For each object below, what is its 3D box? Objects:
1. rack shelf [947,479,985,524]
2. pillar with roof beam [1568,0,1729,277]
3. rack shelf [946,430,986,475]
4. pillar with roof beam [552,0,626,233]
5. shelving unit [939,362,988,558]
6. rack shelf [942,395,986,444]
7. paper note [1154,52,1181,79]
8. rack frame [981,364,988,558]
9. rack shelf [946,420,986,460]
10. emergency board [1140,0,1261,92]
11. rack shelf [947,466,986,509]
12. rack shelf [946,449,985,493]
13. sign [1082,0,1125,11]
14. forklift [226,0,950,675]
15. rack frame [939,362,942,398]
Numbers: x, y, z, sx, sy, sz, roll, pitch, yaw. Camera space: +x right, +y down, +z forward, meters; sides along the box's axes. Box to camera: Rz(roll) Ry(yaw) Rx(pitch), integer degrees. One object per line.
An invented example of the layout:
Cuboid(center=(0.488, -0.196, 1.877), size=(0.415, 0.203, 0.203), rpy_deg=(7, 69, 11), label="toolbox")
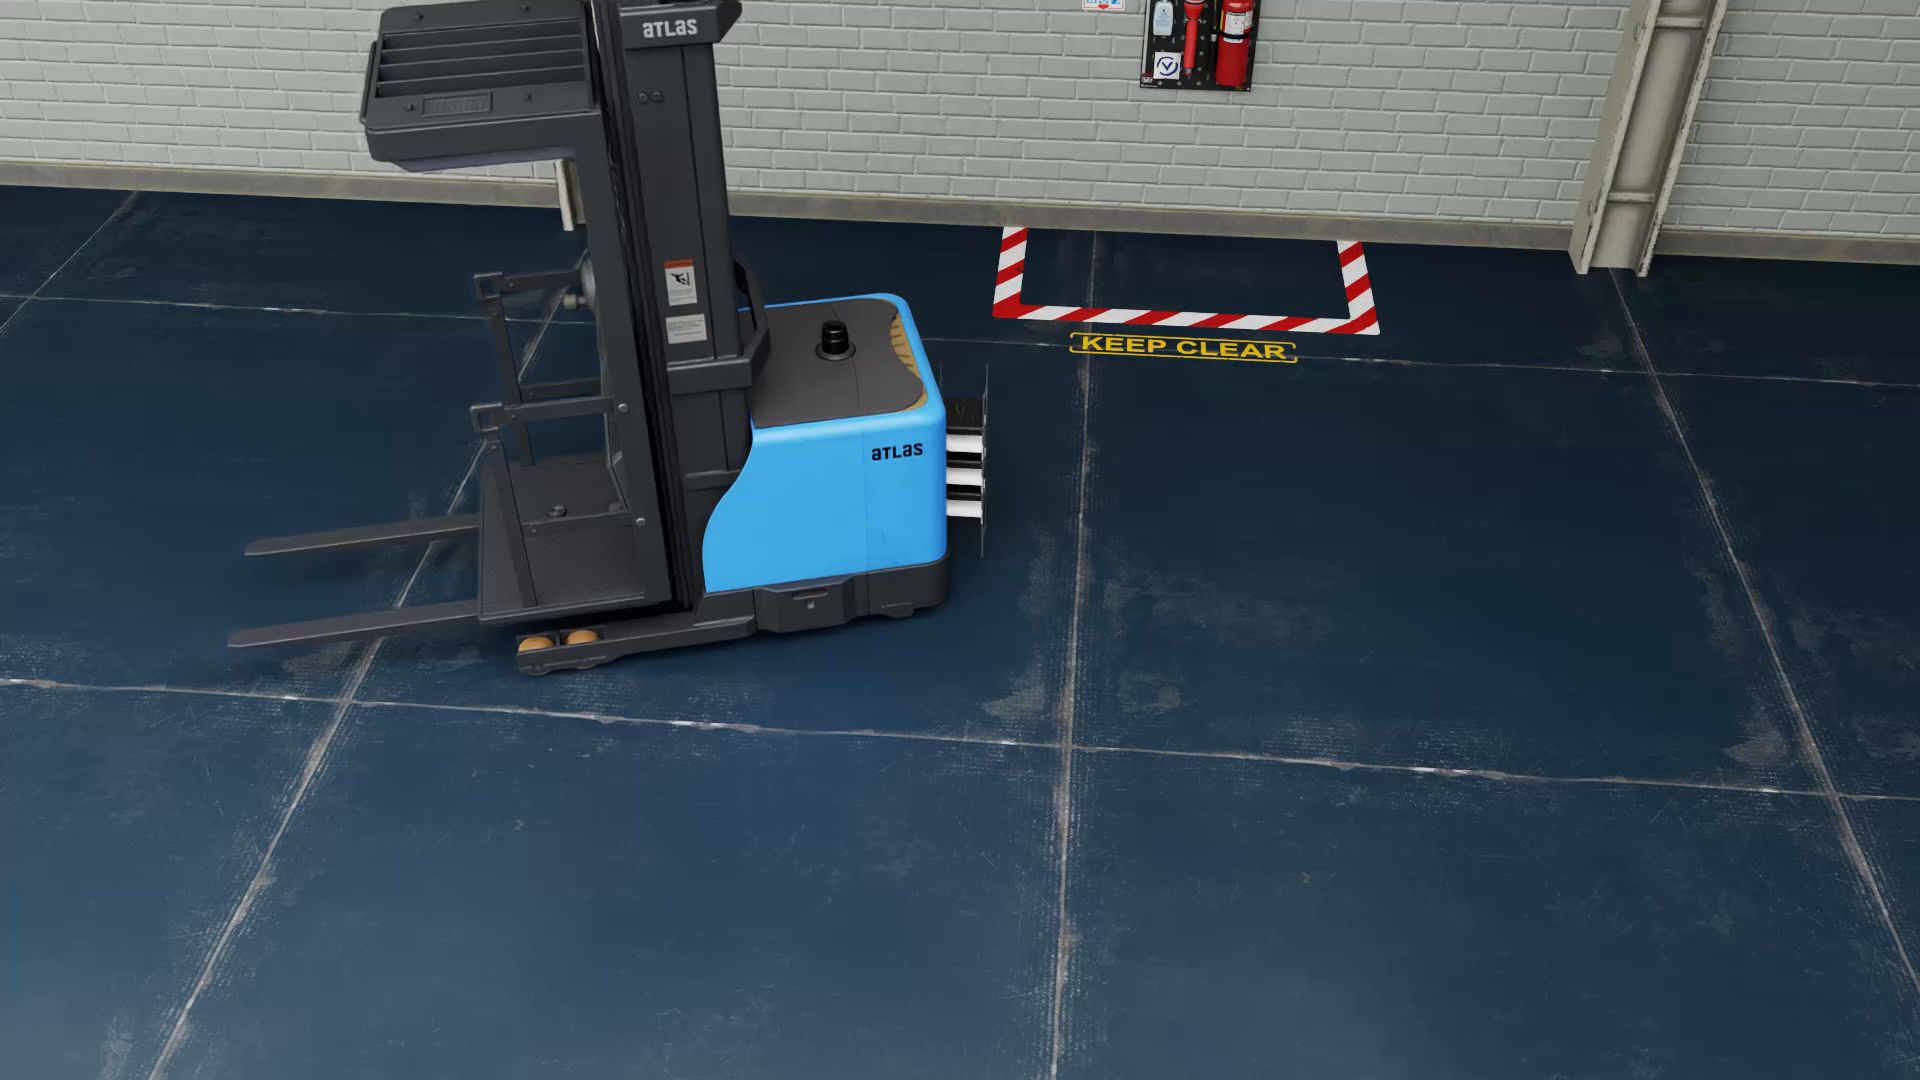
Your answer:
Cuboid(center=(0.009, -0.183, 7.600), size=(0.200, 0.077, 0.258), rpy_deg=(3, 39, 3), label="rack shelf")
Cuboid(center=(3.422, -2.415, 3.588), size=(0.400, 9.000, 9.100), rpy_deg=(3, 39, 4), label="pillar with roof beam")
Cuboid(center=(0.009, -0.393, 7.430), size=(0.200, 0.077, 0.258), rpy_deg=(3, 39, 3), label="rack shelf")
Cuboid(center=(-2.555, -2.742, 3.990), size=(0.400, 9.000, 9.100), rpy_deg=(3, 39, 4), label="pillar with roof beam")
Cuboid(center=(0.009, -0.349, 7.466), size=(0.210, 0.900, 0.258), rpy_deg=(3, 39, 3), label="shelving unit")
Cuboid(center=(0.009, -0.532, 7.316), size=(0.200, 0.077, 0.258), rpy_deg=(3, 39, 3), label="rack shelf")
Cuboid(center=(1.165, -2.666, 9.346), size=(0.142, 0.148, 0.016), rpy_deg=(3, 39, 4), label="paper note")
Cuboid(center=(0.110, -0.344, 7.459), size=(0.006, 0.900, 0.240), rpy_deg=(3, 39, 3), label="rack frame")
Cuboid(center=(0.009, -0.463, 7.373), size=(0.200, 0.077, 0.258), rpy_deg=(3, 39, 3), label="rack shelf")
Cuboid(center=(1.335, -2.954, 9.003), size=(0.643, 1.169, 0.194), rpy_deg=(3, 39, 4), label="emergency board")
Cuboid(center=(0.009, -0.253, 7.543), size=(0.200, 0.077, 0.258), rpy_deg=(3, 39, 3), label="rack shelf")
Cuboid(center=(0.009, -0.323, 7.487), size=(0.200, 0.077, 0.258), rpy_deg=(3, 39, 3), label="rack shelf")
Cuboid(center=(0.793, -3.063, 9.109), size=(0.234, 0.329, 0.001), rpy_deg=(3, 39, 4), label="sign")
Cuboid(center=(-1.614, -0.930, 6.571), size=(3.031, 2.935, 1.130), rpy_deg=(-8, 40, -9), label="forklift")
Cuboid(center=(-0.092, -0.354, 7.472), size=(0.006, 0.900, 0.240), rpy_deg=(3, 39, 3), label="rack frame")
